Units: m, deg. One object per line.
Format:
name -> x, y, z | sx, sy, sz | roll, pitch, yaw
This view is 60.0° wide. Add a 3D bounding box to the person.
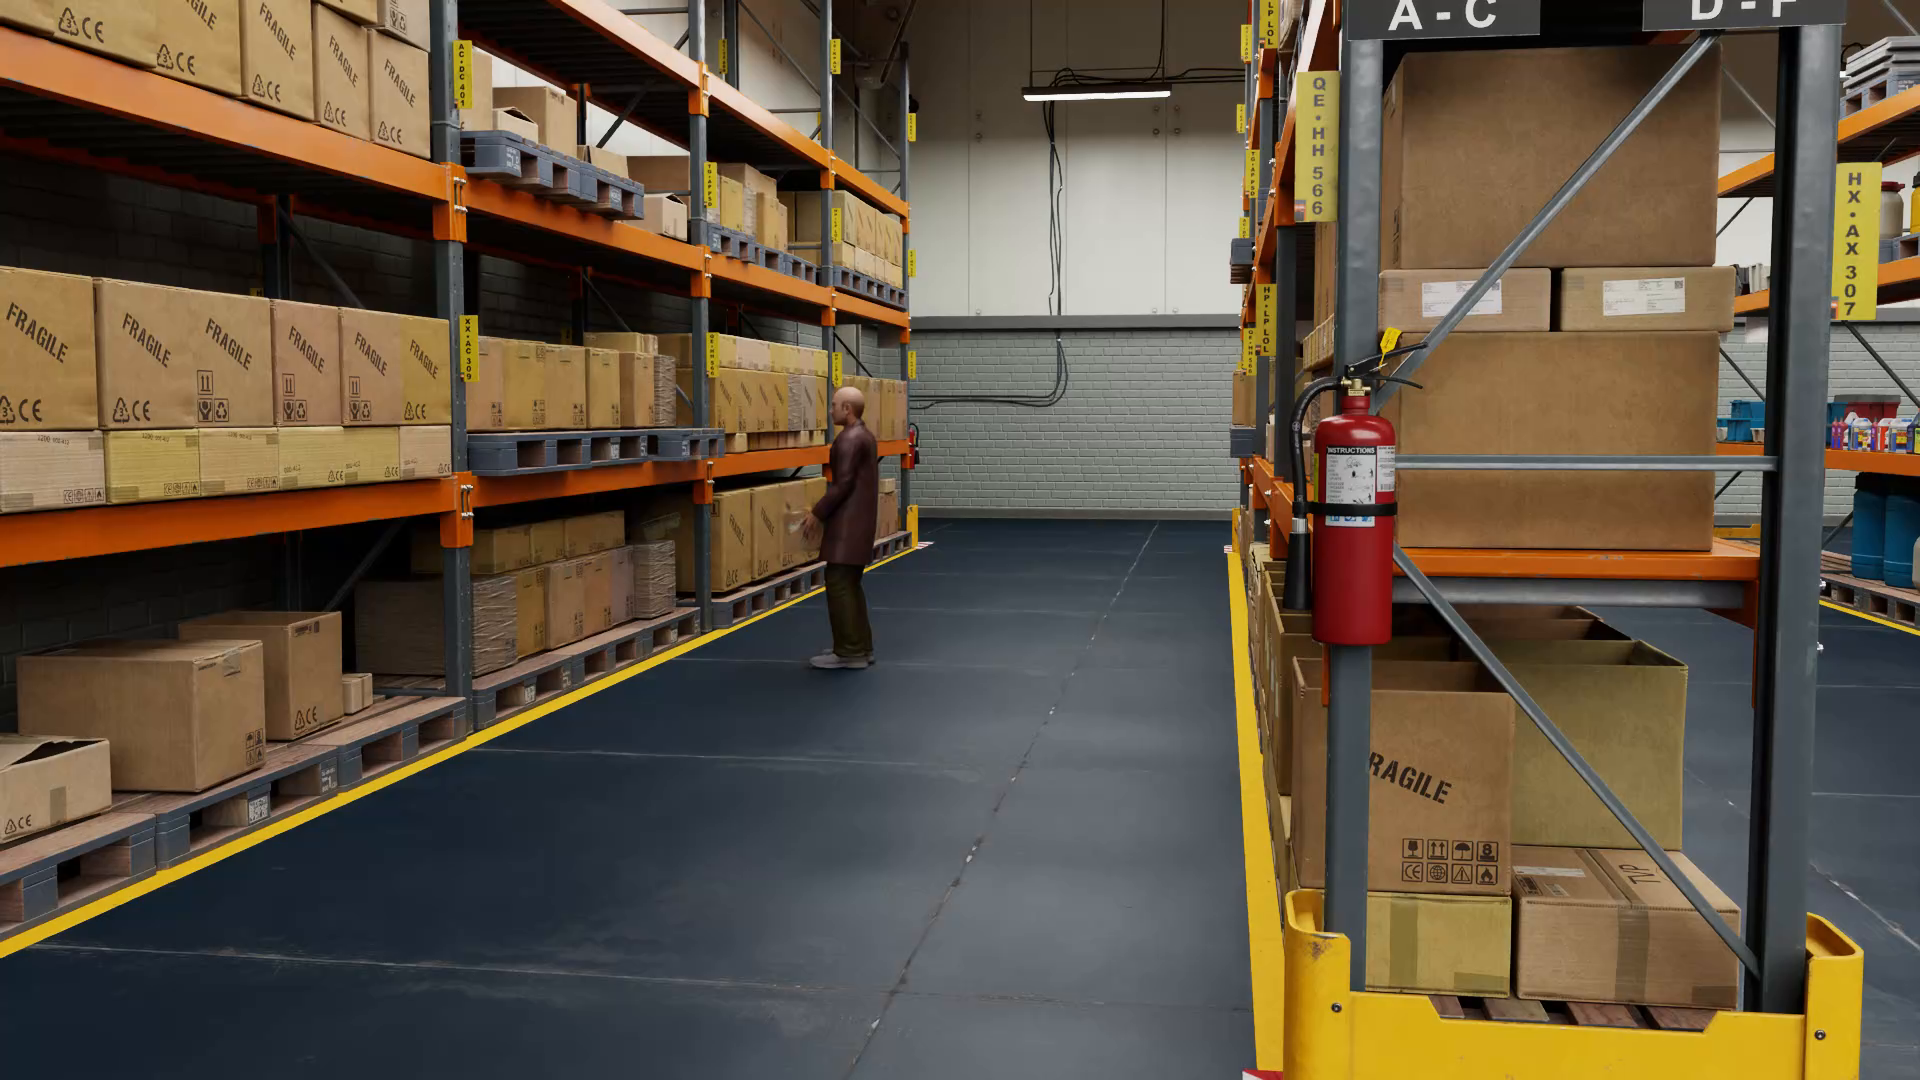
person -> -0.758, -0.082, 10.608 | 0.467, 1.782, 0.575 | 1, 4, 8
